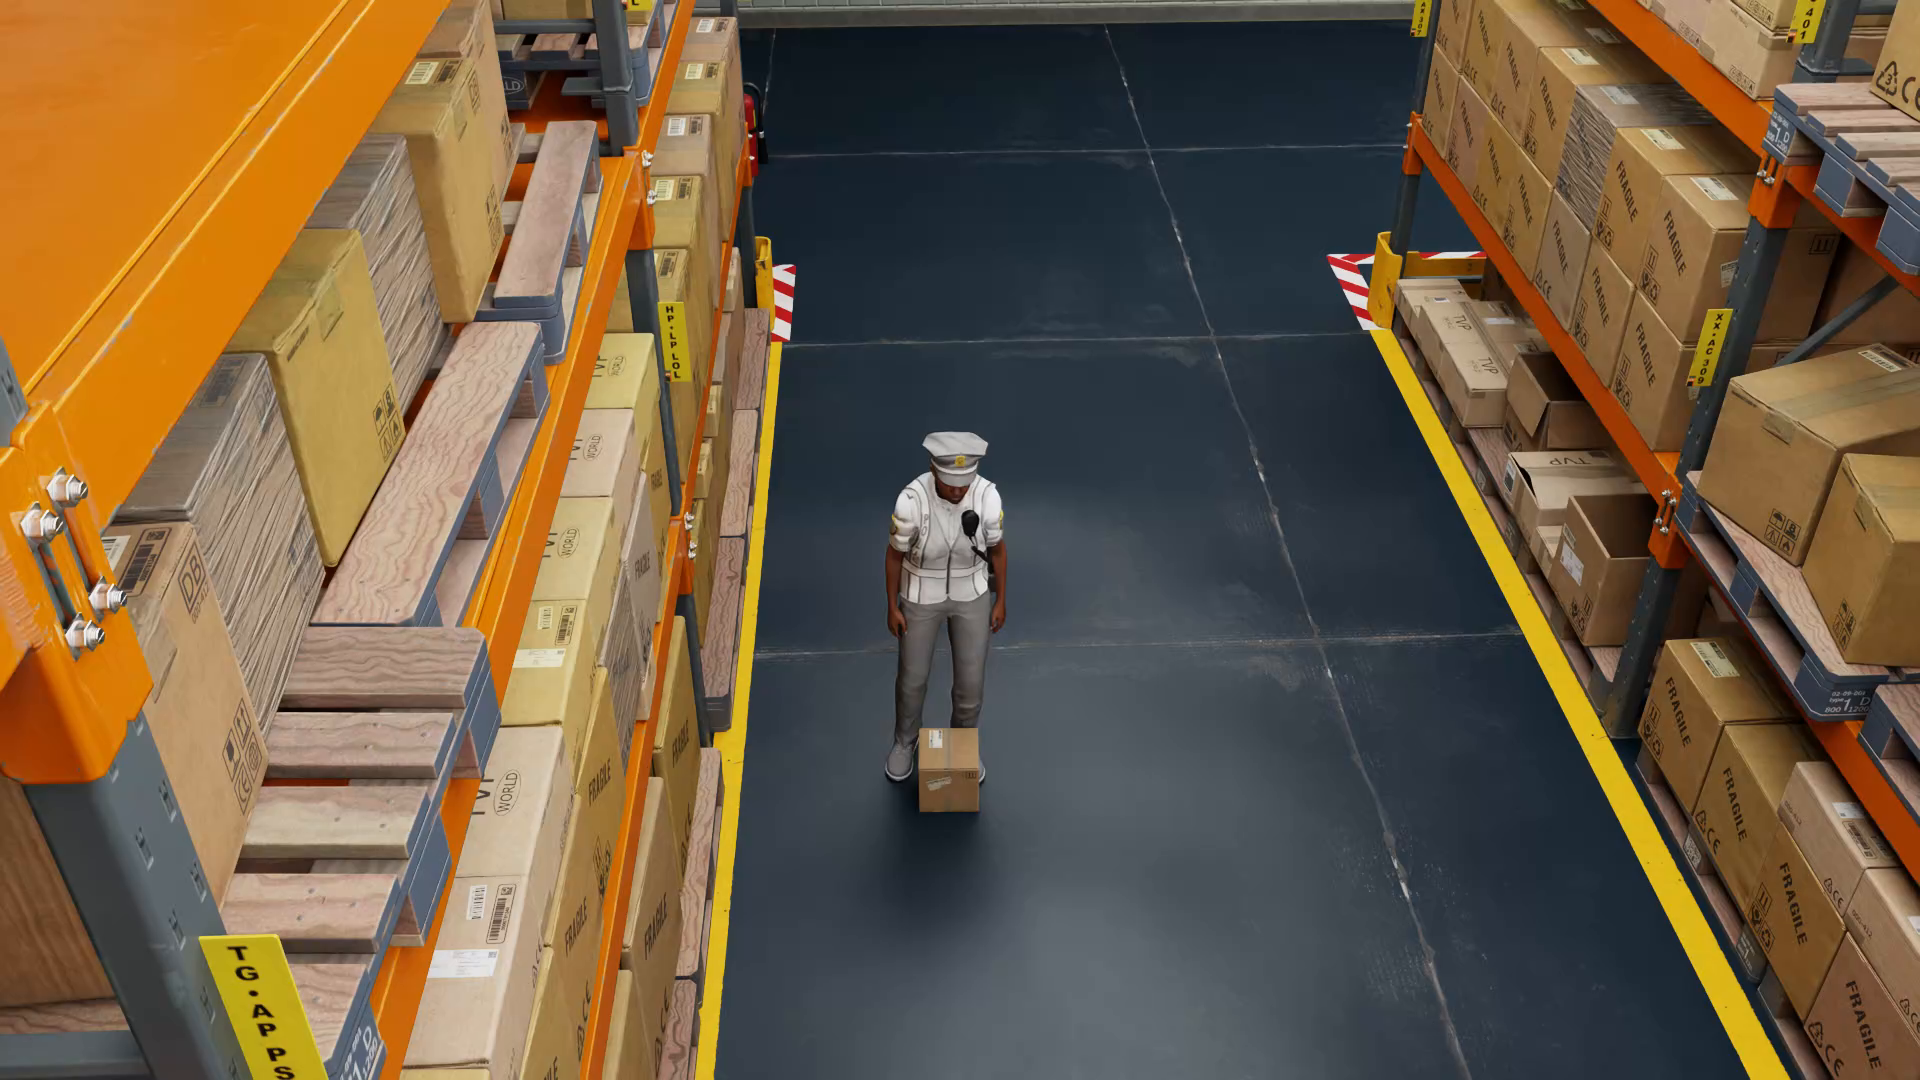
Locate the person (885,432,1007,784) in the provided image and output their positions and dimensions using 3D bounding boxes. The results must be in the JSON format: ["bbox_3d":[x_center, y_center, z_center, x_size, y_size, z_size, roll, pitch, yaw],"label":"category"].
[{"bbox_3d":[-0.066,0.266,6.772,0.529,1.659,0.428,-4,36,-5],"label":"person"}]
